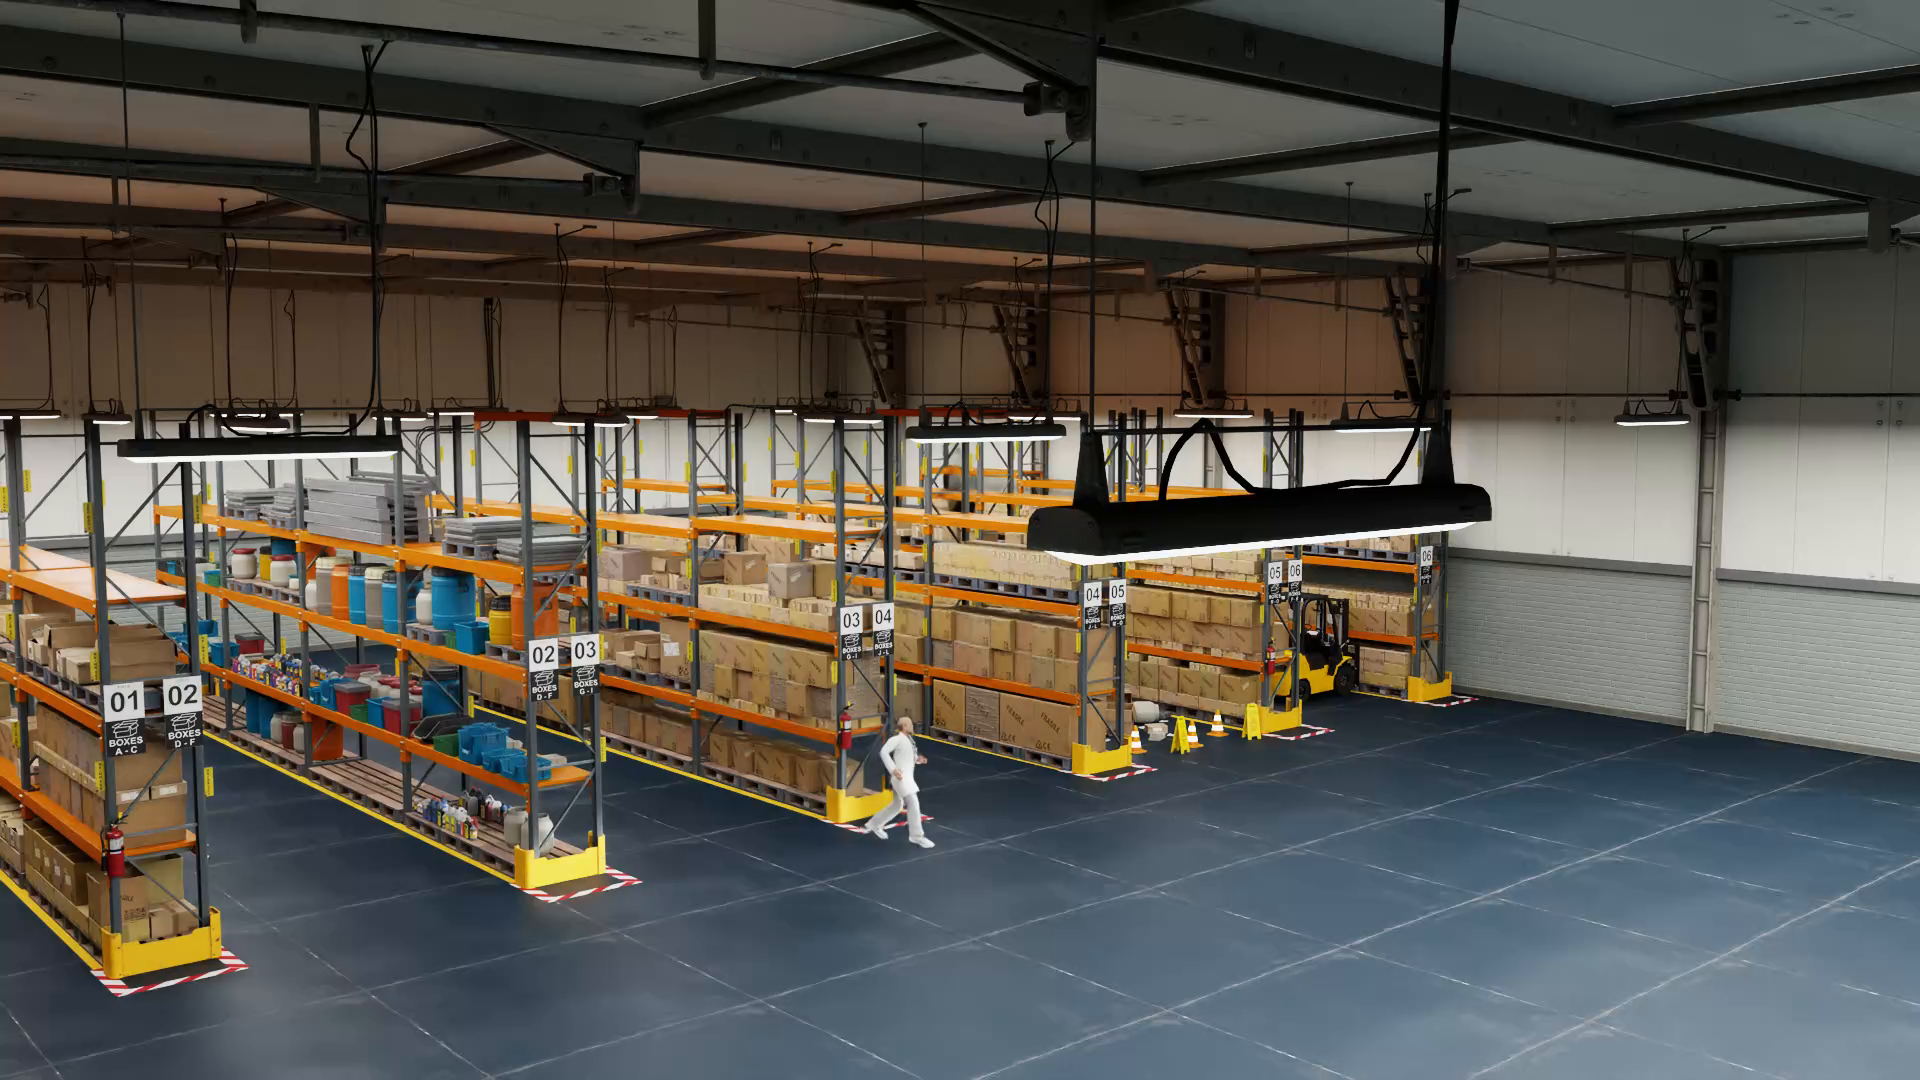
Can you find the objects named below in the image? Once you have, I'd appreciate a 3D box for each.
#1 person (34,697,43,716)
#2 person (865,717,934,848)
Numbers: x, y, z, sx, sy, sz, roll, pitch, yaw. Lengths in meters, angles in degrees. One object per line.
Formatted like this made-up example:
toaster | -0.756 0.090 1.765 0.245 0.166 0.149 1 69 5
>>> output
person | -17.296 2.760 30.902 0.613 1.716 0.698 3 6 33
person | -0.824 3.388 23.500 1.030 1.773 0.735 1 5 11
